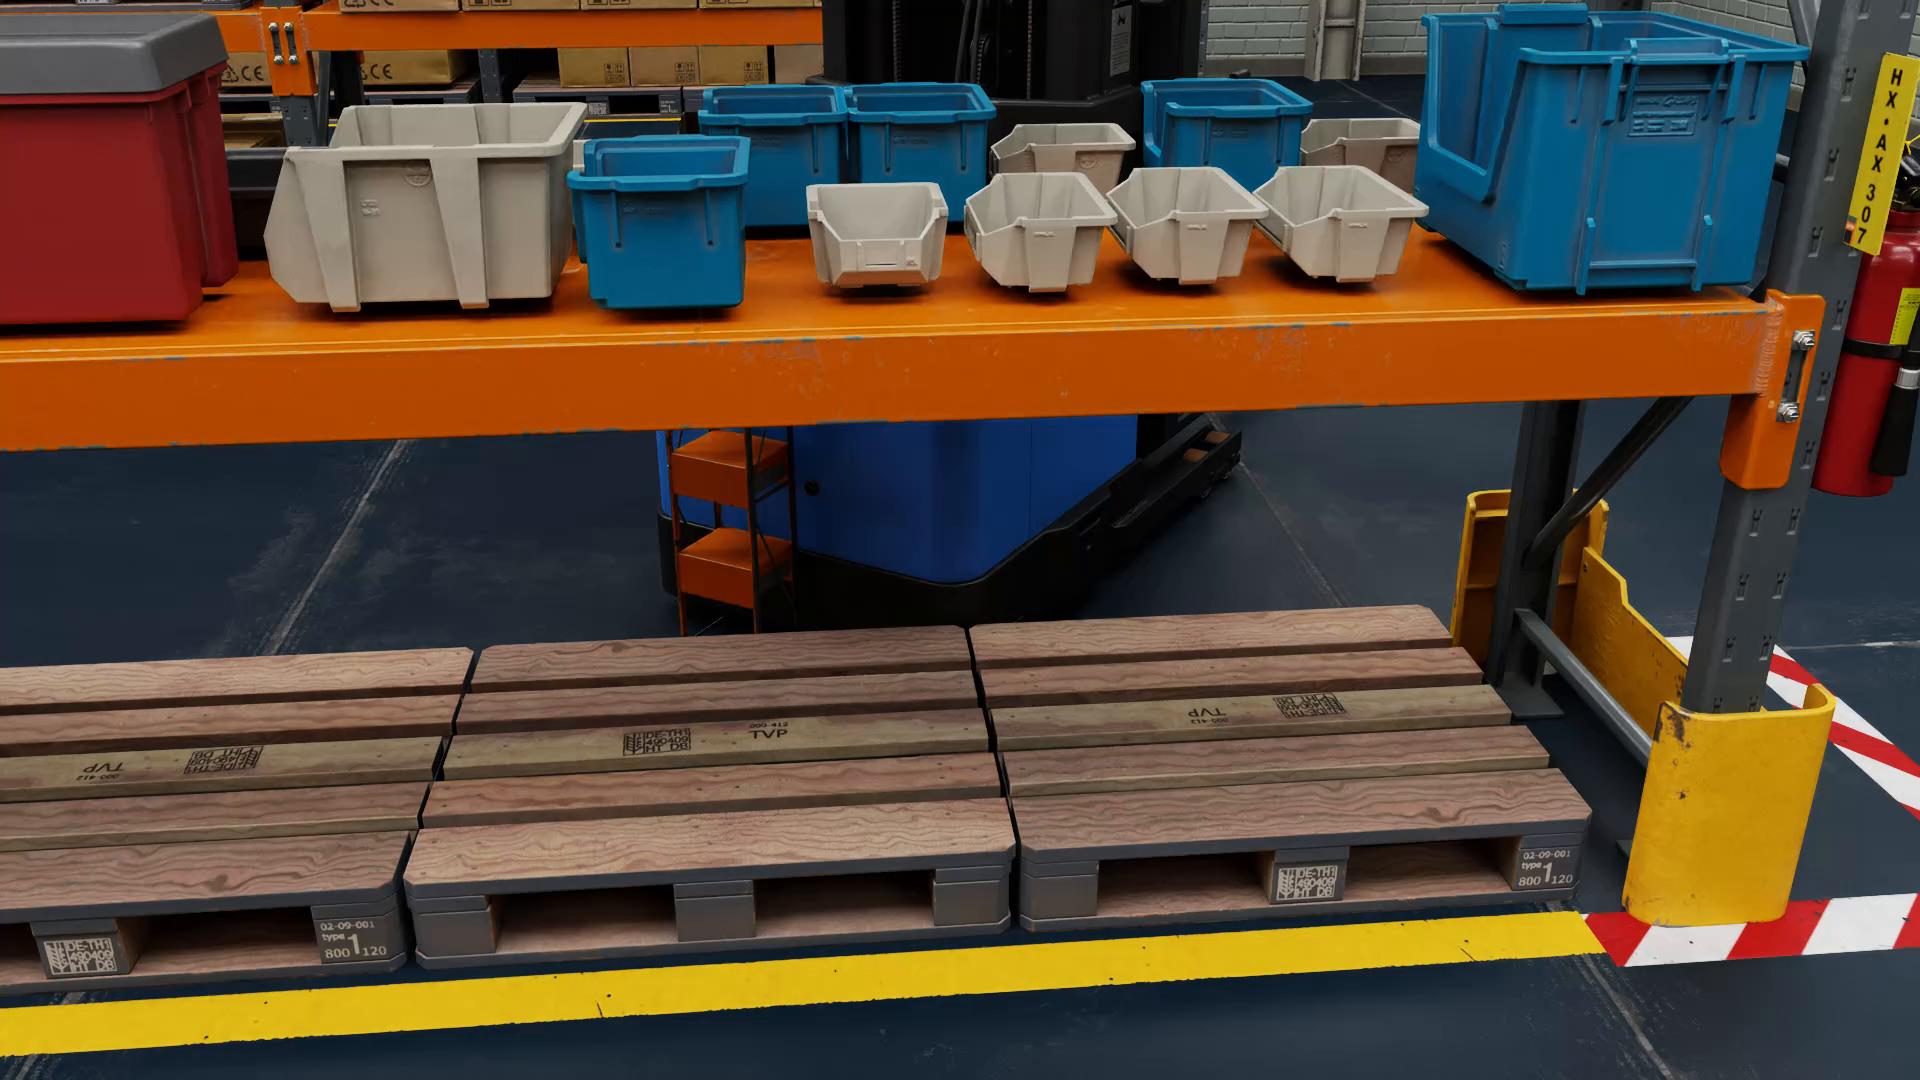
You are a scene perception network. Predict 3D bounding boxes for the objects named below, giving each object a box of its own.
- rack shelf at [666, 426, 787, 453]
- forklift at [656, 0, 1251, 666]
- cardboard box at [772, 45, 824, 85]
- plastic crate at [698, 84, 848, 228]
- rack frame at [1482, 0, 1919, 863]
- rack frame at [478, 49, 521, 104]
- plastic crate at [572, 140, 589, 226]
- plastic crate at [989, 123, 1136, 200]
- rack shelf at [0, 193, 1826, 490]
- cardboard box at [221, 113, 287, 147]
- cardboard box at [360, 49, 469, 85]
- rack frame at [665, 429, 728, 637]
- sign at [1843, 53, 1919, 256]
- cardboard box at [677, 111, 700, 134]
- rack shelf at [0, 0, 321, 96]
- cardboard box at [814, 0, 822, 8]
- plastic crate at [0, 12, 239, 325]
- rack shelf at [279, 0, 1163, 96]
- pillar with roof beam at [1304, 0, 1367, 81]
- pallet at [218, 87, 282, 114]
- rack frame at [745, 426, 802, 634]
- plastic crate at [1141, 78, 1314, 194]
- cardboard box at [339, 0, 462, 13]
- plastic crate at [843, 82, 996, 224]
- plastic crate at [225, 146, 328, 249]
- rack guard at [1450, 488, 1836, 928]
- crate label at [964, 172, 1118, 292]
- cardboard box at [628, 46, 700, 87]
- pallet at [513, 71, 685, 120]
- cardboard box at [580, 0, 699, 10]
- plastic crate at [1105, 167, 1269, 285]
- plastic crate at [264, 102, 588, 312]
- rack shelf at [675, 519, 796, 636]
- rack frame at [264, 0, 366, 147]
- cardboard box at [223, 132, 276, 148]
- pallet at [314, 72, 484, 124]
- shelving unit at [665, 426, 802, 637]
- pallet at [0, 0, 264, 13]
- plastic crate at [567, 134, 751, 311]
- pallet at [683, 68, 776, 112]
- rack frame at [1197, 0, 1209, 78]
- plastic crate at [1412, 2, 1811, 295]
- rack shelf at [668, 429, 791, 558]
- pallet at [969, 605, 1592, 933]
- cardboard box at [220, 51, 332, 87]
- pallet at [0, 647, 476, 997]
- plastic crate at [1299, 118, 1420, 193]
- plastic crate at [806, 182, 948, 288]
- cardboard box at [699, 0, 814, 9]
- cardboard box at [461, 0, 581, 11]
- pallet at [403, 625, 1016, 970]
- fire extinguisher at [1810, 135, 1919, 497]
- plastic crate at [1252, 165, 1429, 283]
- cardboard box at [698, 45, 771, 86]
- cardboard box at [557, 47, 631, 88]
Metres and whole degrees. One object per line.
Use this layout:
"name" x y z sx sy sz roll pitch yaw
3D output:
"rack shelf" -0.585 -0.392 4.167 0.240 0.259 0.215 12 27 25
"forklift" 0.314 -1.561 5.154 1.130 2.935 3.031 13 27 27
"cardboard box" -1.161 -3.747 12.549 0.500 0.500 0.700 -3 24 -7
"plastic crate" -0.389 -0.812 3.515 0.300 0.233 0.416 -2 24 -5
"rack frame" 1.498 -0.802 3.362 0.127 3.000 1.000 -2 24 -5
"rack frame" -3.457 -4.647 12.012 0.127 3.000 1.000 -2 24 -5
"plastic crate" -0.779 -0.740 3.473 0.466 0.136 0.293 -2 24 -5
"plastic crate" 0.217 -0.826 3.666 0.298 0.136 0.250 -2 24 -5
"rack shelf" -0.493 -0.394 3.328 4.000 0.370 1.077 -2 24 -5
"cardboard box" -3.471 -1.783 8.104 0.500 0.500 0.500 -3 24 -8
"cardboard box" -4.091 -3.778 12.186 0.750 0.750 0.750 -2 24 -5
"rack frame" -0.693 -0.165 4.330 0.008 1.050 0.200 12 27 25
"sign" 1.568 -0.655 2.830 0.005 0.325 0.100 -2 24 -5
"cardboard box" -1.097 -1.782 8.098 0.637 0.503 0.797 -2 24 -5
"rack shelf" -4.956 -2.236 7.474 4.000 0.370 1.077 -2 24 -5
"cardboard box" -0.417 -2.682 7.469 0.500 0.500 0.500 -2 24 -5
"plastic crate" -1.570 -0.633 2.829 0.583 0.464 0.402 -2 24 -5
"rack shelf" -0.976 -2.396 7.833 4.000 0.370 1.077 -2 24 -5
"pillar with roof beam" 3.549 -6.265 8.267 0.400 9.000 9.100 -2 24 -5
"pallet" -5.434 -3.261 12.328 1.213 0.211 1.003 -2 24 -5
"rack frame" -0.477 -0.120 4.227 0.008 1.050 0.200 12 27 25
"plastic crate" 0.565 -0.850 3.602 0.300 0.233 0.416 -2 24 -5
"cardboard box" -2.432 -2.601 7.285 0.500 0.500 0.500 -2 24 -4
"plastic crate" -0.091 -0.824 3.542 0.300 0.233 0.416 -2 24 -5
"plastic crate" -1.395 -0.697 3.391 0.590 0.125 0.437 -2 24 -5
"rack guard" 1.520 0.334 3.883 0.348 0.500 1.175 -2 24 -5
"crate label" 0.139 -0.577 3.105 0.243 0.136 0.396 -2 24 -5
"cardboard box" -2.202 -3.704 12.450 0.500 0.500 0.700 -3 24 -6
"pallet" -2.692 -3.371 12.575 1.213 0.211 1.003 -2 24 -5
"cardboard box" -1.425 -2.641 7.377 0.500 0.500 0.500 -2 24 -5
"plastic crate" 0.414 -0.598 3.152 0.243 0.136 0.396 -2 24 -5
"plastic crate" -0.945 -0.602 2.984 0.530 0.282 0.437 -2 24 -5
"rack shelf" -0.585 0.121 4.395 0.240 0.259 0.215 12 27 25
"rack frame" -2.966 -2.645 7.507 0.127 3.000 1.000 -2 24 -5
"cardboard box" -3.429 -1.568 7.621 0.500 0.500 0.500 -2 24 -5
"pallet" -4.217 -3.311 12.440 1.213 0.211 1.003 -2 24 -5
"shelving unit" -0.585 -0.143 4.278 0.252 1.050 0.215 12 27 25
"pallet" -3.772 -2.569 7.574 1.213 0.211 1.003 -2 24 -5
"plastic crate" -0.521 -0.567 2.966 0.300 0.233 0.416 -2 24 -5
"pallet" -1.475 -3.421 12.688 1.213 0.211 1.003 -2 24 -5
"rack frame" 1.015 -2.804 7.866 0.127 3.000 1.000 -2 24 -5
"plastic crate" 1.183 -0.757 3.142 0.499 0.435 0.616 -2 24 -5
"rack shelf" -0.585 -0.133 4.282 0.240 0.259 0.215 12 27 25
"pallet" 0.673 0.489 3.889 1.213 0.211 1.003 -2 24 -5
"cardboard box" -4.975 -3.741 12.104 0.750 0.750 0.750 -2 24 -4
"pallet" -1.755 0.587 3.670 1.213 0.211 1.003 -2 24 -5
"plastic crate" 0.892 -0.853 3.727 0.298 0.136 0.250 -2 24 -5
"plastic crate" -0.153 -0.557 3.062 0.250 0.136 0.298 -2 24 -5
"cardboard box" -0.919 -2.662 7.424 0.500 0.500 0.500 -3 24 -6
"cardboard box" -1.923 -2.622 7.334 0.500 0.500 0.500 -2 24 -4
"pallet" -0.538 0.537 3.783 1.213 0.211 1.003 -2 24 -5
"fire extinguisher" 1.693 -0.419 3.053 0.183 0.674 0.296 -2 24 -5
"plastic crate" 0.704 -0.603 3.165 0.243 0.136 0.396 -2 24 -5
"cardboard box" -1.691 -3.723 12.494 0.500 0.500 0.700 -2 24 -4
"cardboard box" -2.702 -3.685 12.408 0.500 0.500 0.700 -2 24 -4
